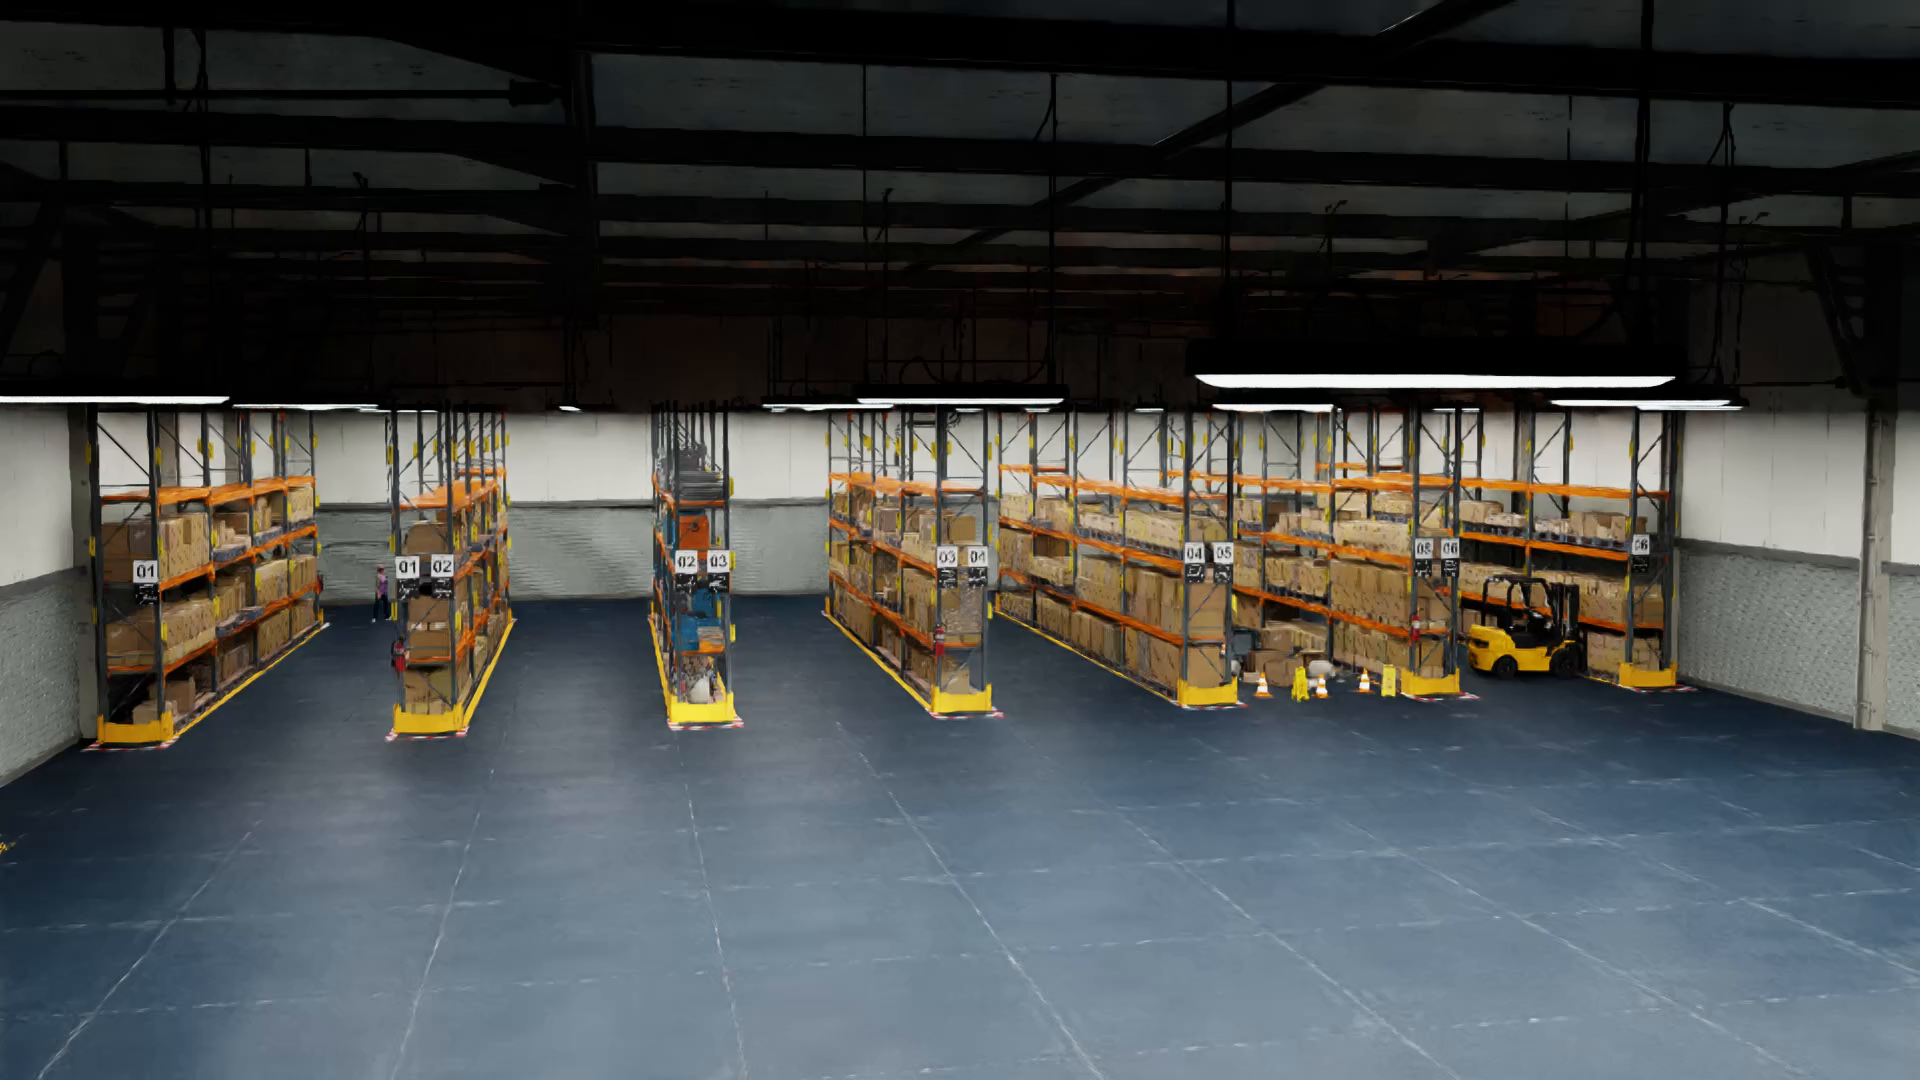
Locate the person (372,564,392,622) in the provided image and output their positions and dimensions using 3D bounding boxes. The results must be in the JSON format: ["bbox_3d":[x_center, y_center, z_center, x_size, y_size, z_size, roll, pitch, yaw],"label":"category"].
[{"bbox_3d":[-15.958,1.456,45.903,0.494,1.589,0.606,1,4,17],"label":"person"}]

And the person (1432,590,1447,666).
[{"bbox_3d":[10.871,1.990,37.963,0.494,1.725,0.578,1,5,18],"label":"person"}]
